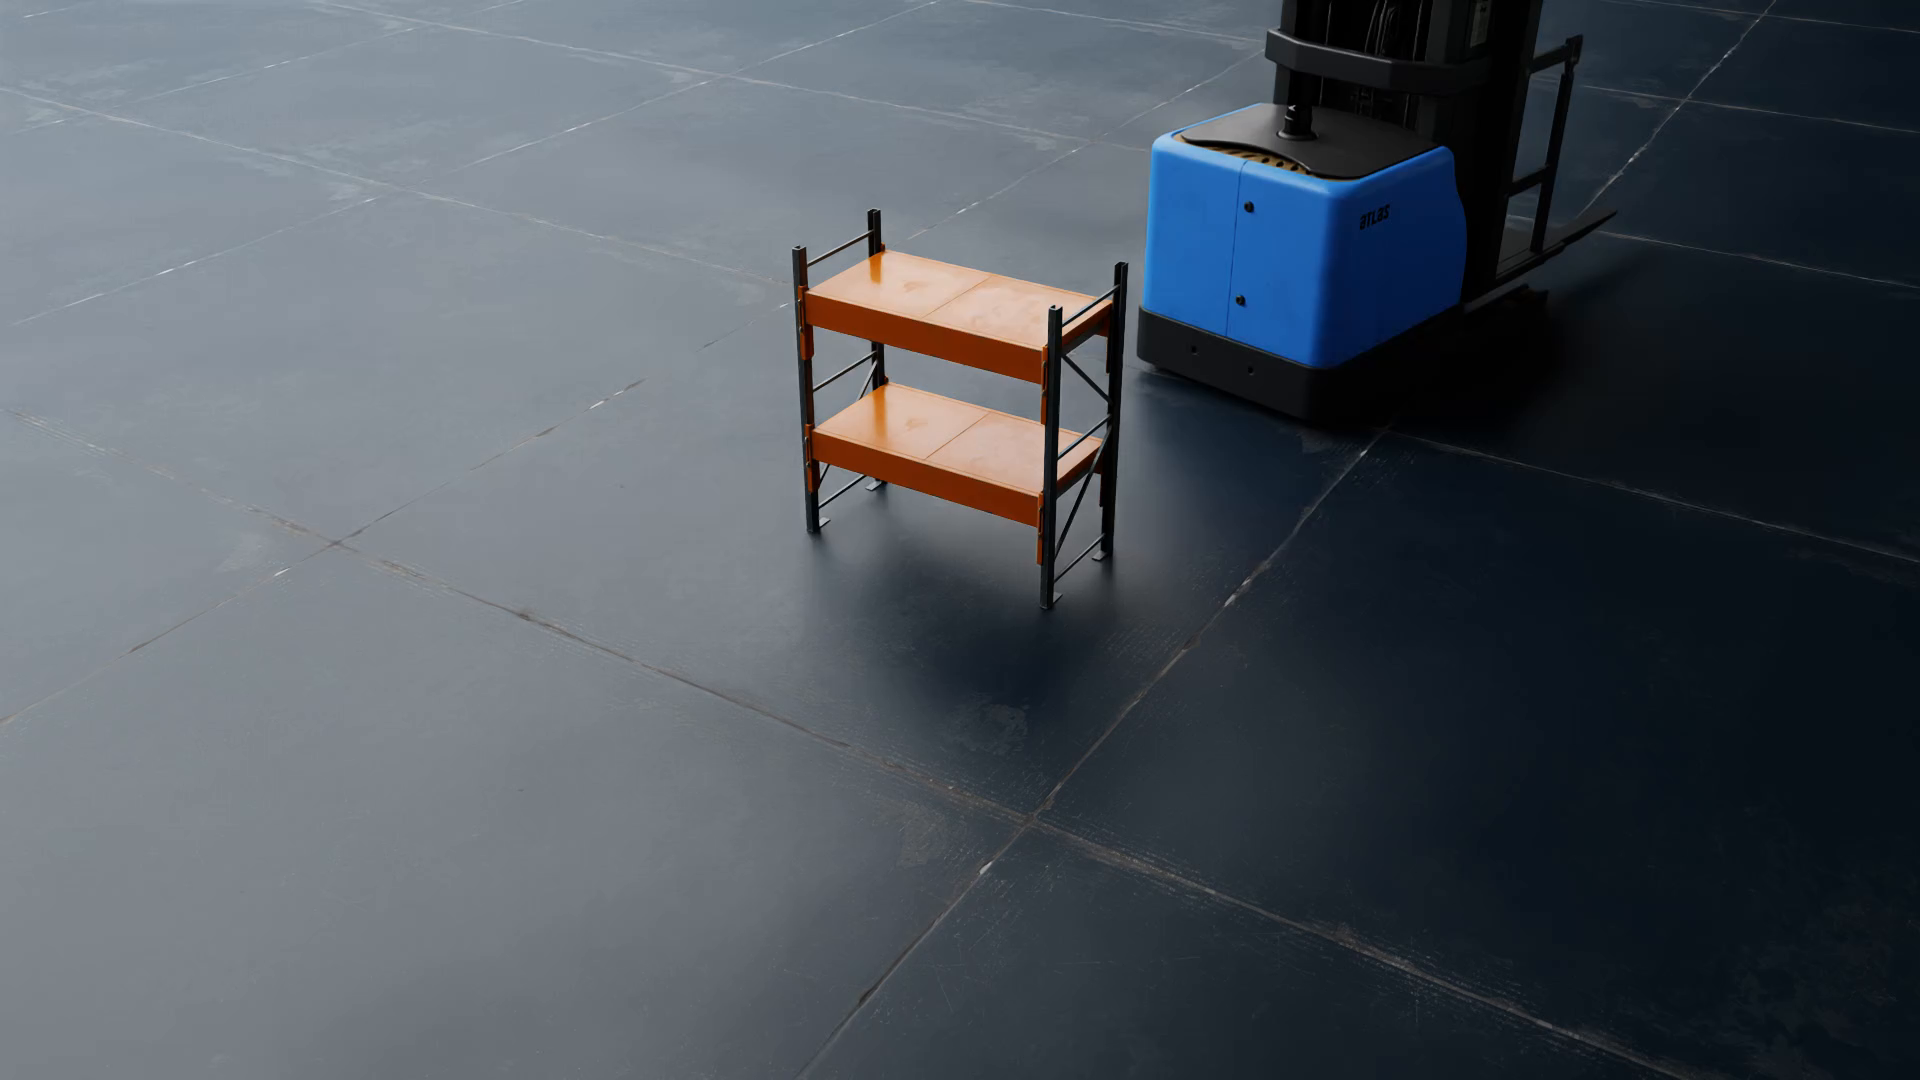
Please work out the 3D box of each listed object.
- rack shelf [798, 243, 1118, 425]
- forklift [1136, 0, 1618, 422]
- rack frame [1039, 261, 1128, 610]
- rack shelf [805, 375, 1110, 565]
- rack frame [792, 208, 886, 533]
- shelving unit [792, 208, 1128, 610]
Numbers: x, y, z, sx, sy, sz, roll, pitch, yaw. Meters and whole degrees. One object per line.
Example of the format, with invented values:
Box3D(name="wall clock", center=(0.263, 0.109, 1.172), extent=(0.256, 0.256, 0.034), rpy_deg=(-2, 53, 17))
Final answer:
Box3D(name="rack shelf", center=(-0.006, -0.740, 5.822), extent=(1.000, 0.278, 0.538), rpy_deg=(18, 35, 27))
Box3D(name="forklift", center=(2.192, -2.404, 7.462), extent=(1.130, 2.935, 3.031), rpy_deg=(26, 39, 37))
Box3D(name="rack frame", center=(0.425, -0.351, 5.736), extent=(0.032, 1.125, 0.500), rpy_deg=(18, 35, 27))
Box3D(name="rack shelf", center=(-0.006, -0.276, 6.093), extent=(1.000, 0.278, 0.538), rpy_deg=(18, 35, 27))
Box3D(name="rack frame", center=(-0.436, -0.624, 6.203), extent=(0.032, 1.125, 0.500), rpy_deg=(18, 35, 27))
Box3D(name="shelving unit", center=(-0.006, -0.488, 5.970), extent=(1.048, 1.125, 0.538), rpy_deg=(18, 35, 27))
